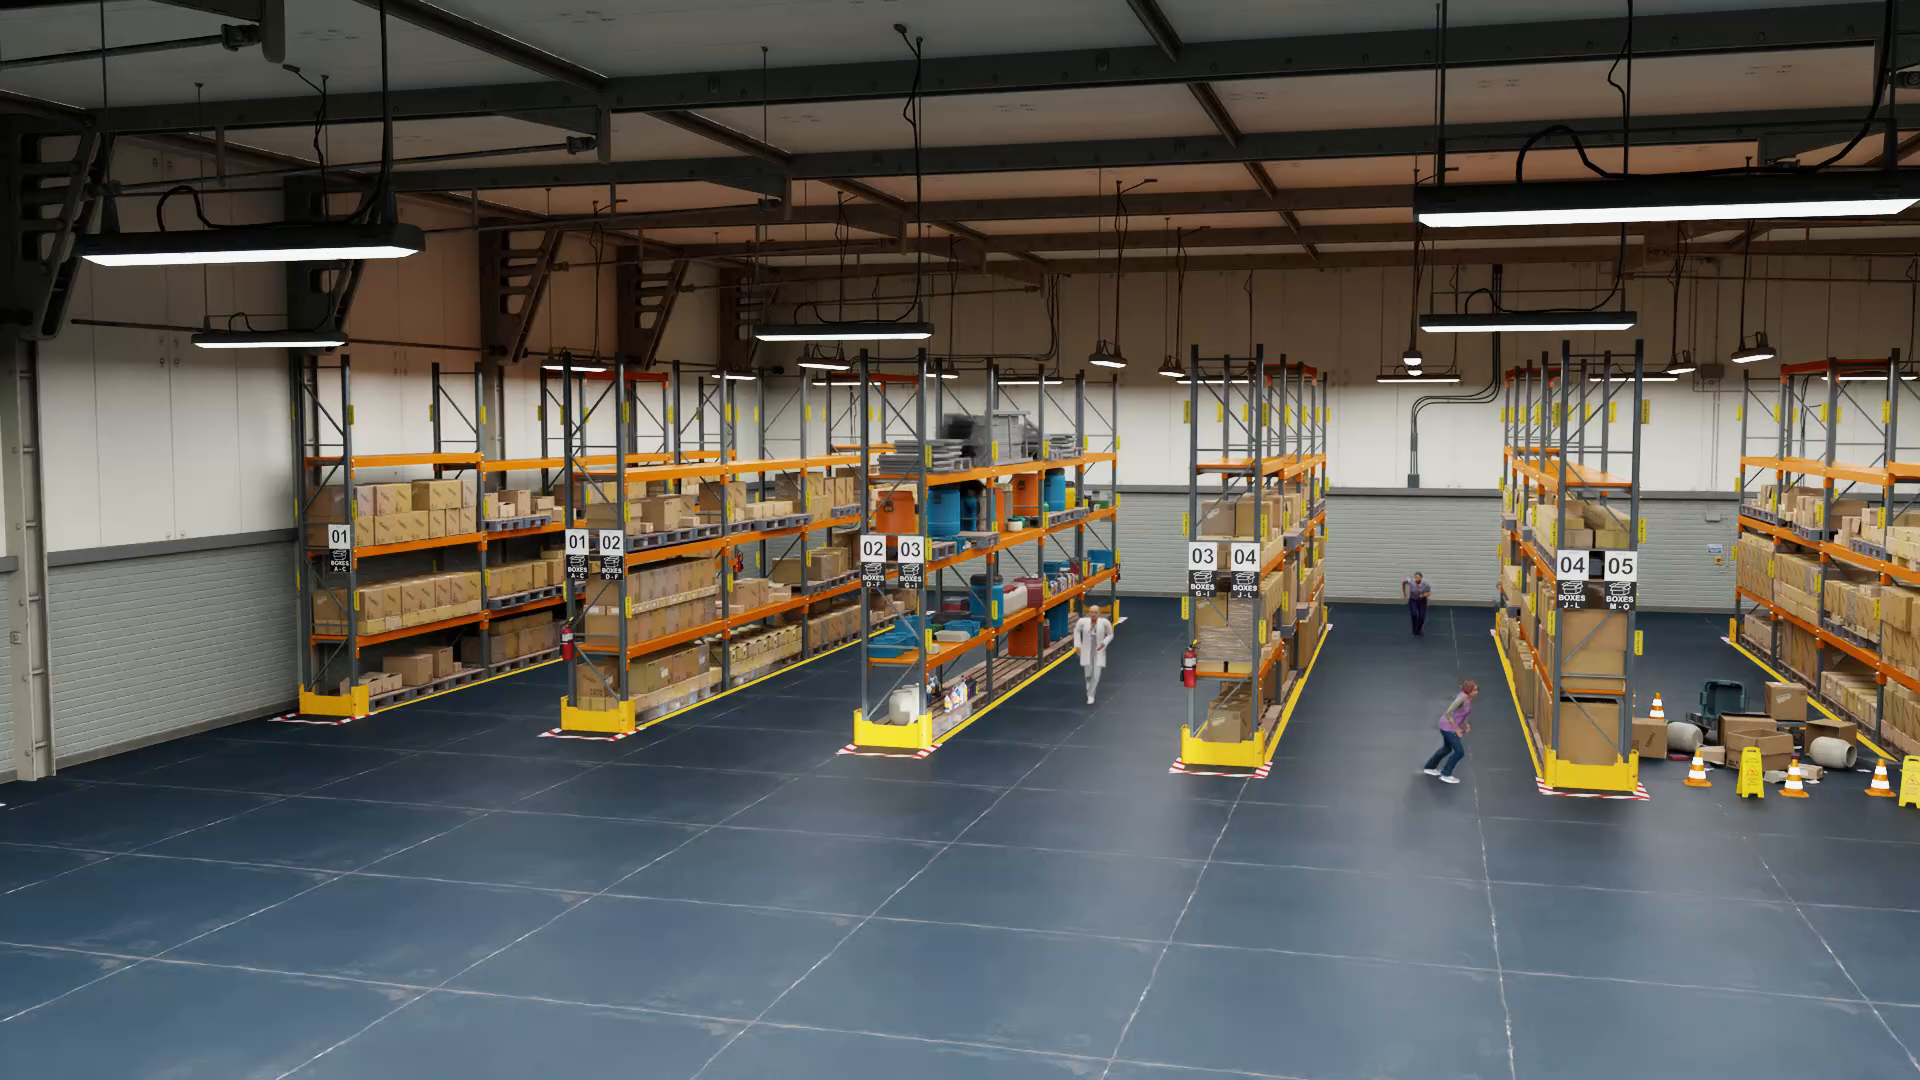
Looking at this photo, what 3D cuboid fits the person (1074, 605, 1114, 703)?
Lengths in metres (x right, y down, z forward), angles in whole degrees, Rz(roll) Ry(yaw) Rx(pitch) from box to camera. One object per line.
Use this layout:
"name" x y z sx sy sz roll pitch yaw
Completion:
"person" 2.332 1.979 28.893 0.671 1.714 0.723 0 4 -2

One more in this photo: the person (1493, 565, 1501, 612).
"person" 12.954 1.165 39.473 0.723 1.792 0.671 -4 6 -40

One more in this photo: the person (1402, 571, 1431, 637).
"person" 10.317 1.441 37.596 0.637 1.533 0.929 1 4 16

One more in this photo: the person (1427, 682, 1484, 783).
"person" 6.732 2.603 22.625 0.802 1.430 0.579 3 5 32
